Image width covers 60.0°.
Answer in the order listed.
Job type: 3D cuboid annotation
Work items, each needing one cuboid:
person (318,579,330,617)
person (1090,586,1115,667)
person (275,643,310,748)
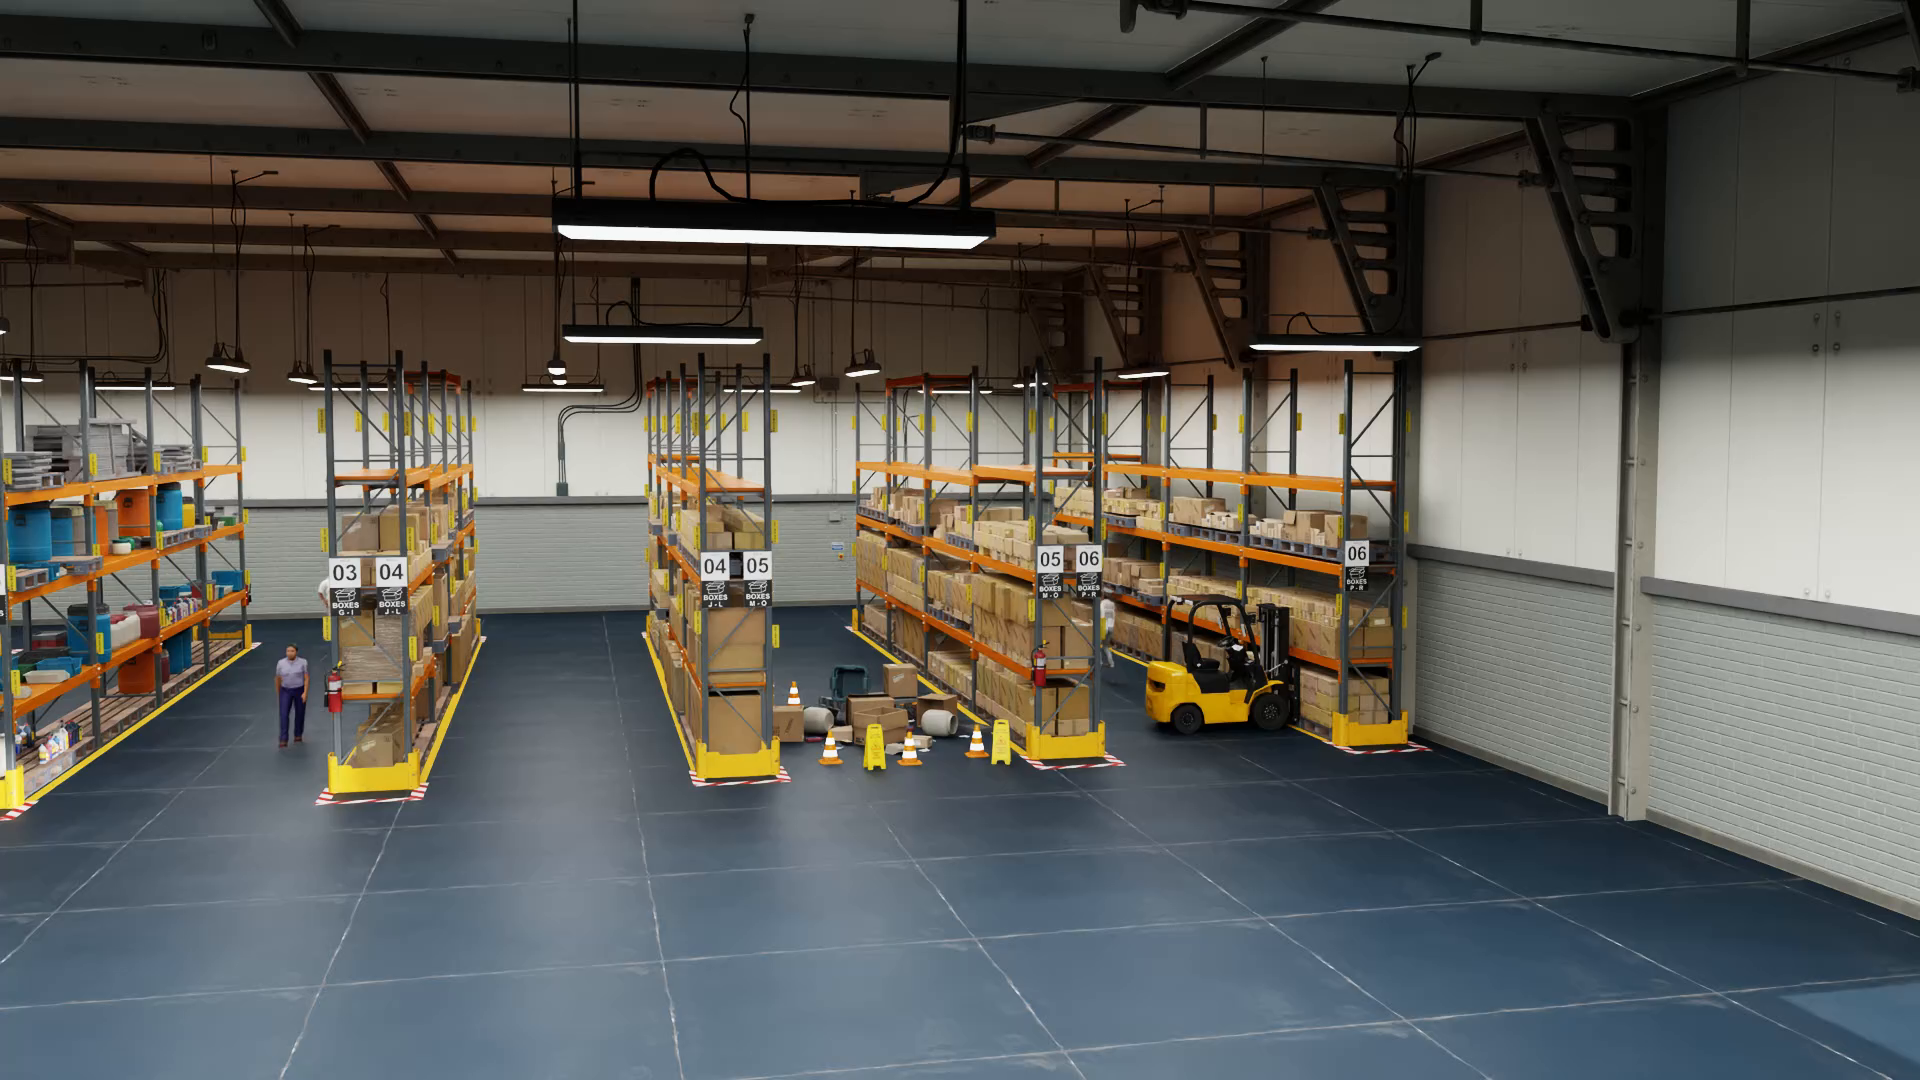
[{"bbox_3d":[-14.546,1.480,38.689,0.671,1.662,0.696,0,4,-6],"label":"person"},{"bbox_3d":[2.849,1.716,32.438,0.474,1.612,0.643,-2,4,-24],"label":"person"},{"bbox_3d":[-10.339,2.391,25.759,0.507,1.590,1.005,-2,4,-26],"label":"person"}]
